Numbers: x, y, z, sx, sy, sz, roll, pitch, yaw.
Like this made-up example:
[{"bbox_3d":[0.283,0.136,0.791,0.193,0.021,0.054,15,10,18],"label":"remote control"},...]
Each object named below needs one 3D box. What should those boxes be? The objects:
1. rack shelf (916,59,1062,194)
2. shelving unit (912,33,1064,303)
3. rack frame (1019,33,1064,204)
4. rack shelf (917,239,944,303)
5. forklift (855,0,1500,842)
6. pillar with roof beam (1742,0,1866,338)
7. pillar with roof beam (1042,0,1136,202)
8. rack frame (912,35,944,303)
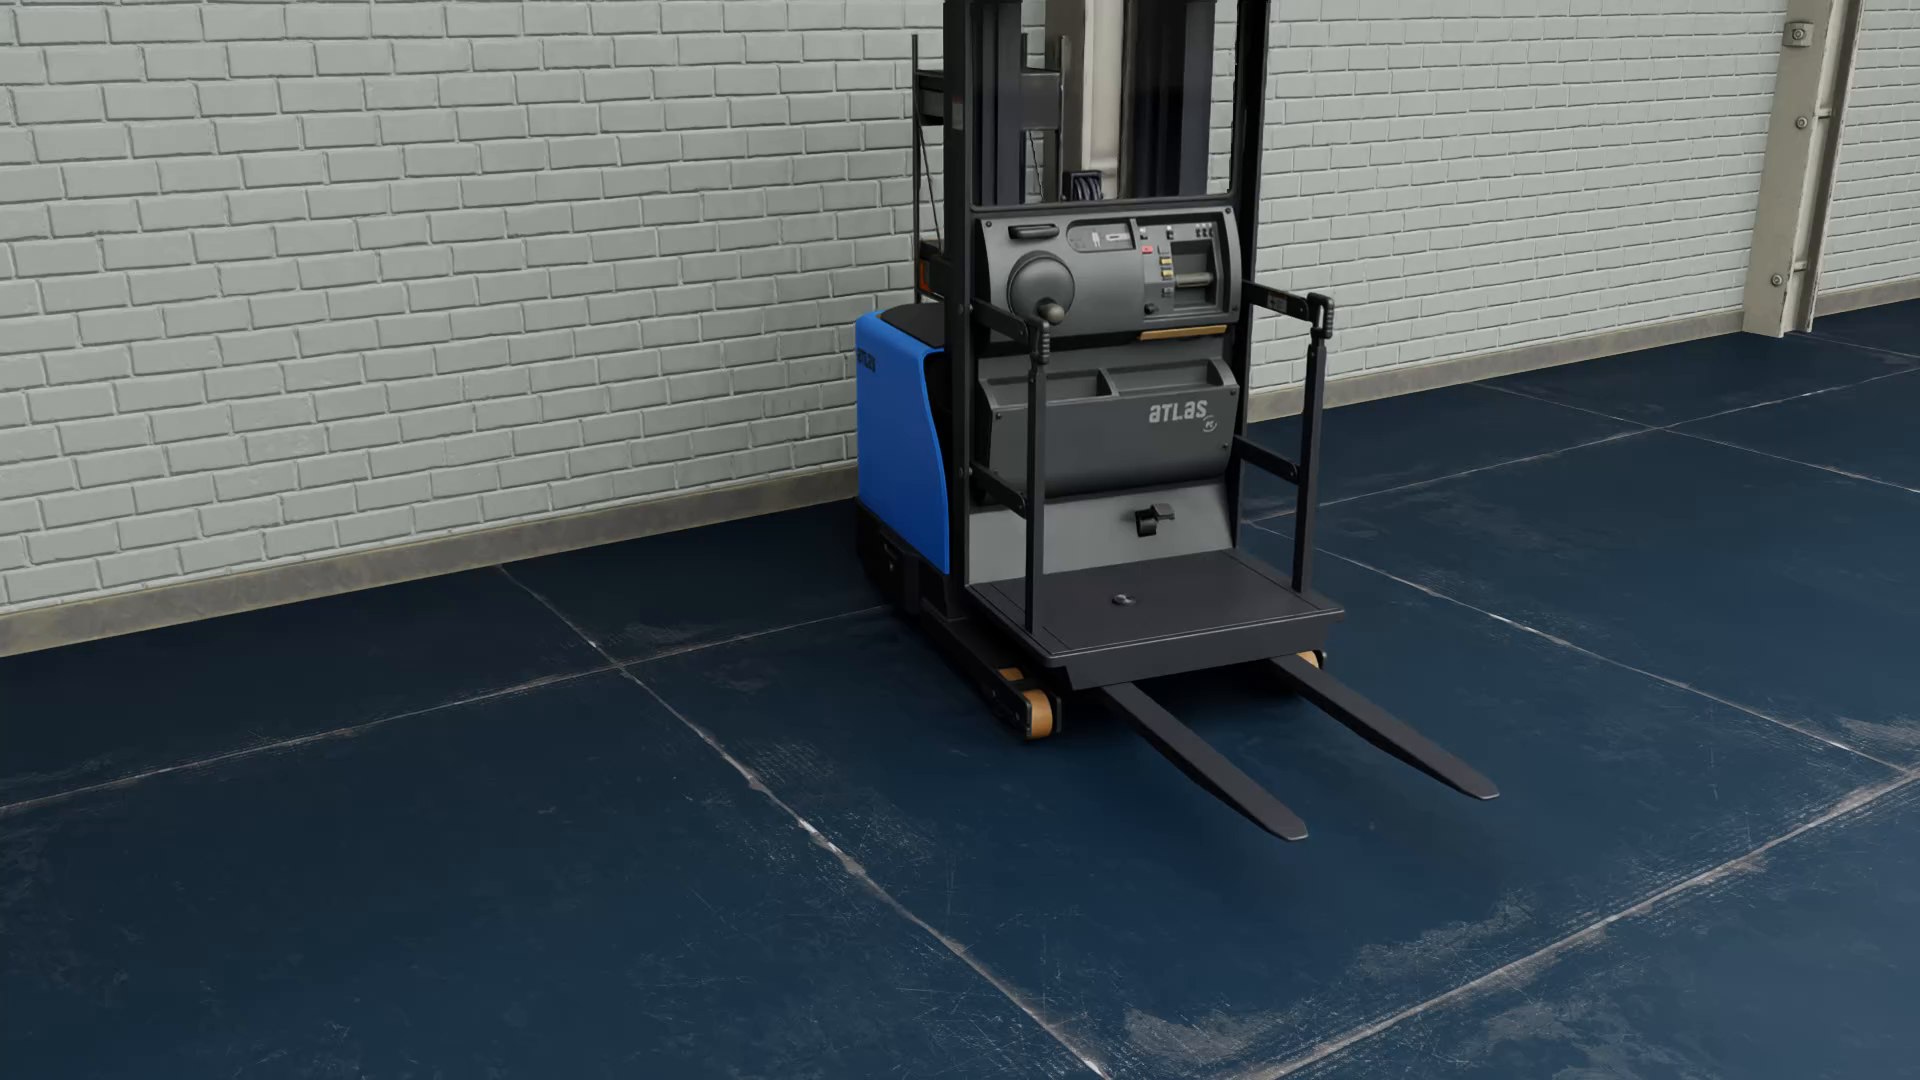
[{"bbox_3d":[0.110,-1.698,6.847,0.480,0.518,0.431,-7,20,-21],"label":"rack shelf"},{"bbox_3d":[0.111,-1.048,7.067,0.503,2.100,0.431,-7,20,-21],"label":"shelving unit"},{"bbox_3d":[0.337,-1.078,7.153,0.015,2.100,0.400,-7,20,-21],"label":"rack frame"},{"bbox_3d":[0.111,-1.035,7.071,0.480,0.518,0.431,-7,20,-21],"label":"rack shelf"},{"bbox_3d":[0.591,-0.896,5.319,1.130,2.935,3.031,-7,20,-21],"label":"forklift"},{"bbox_3d":[8.021,-4.564,6.695,0.400,9.000,9.100,-12,22,-31],"label":"pillar with roof beam"},{"bbox_3d":[3.010,-3.507,3.569,0.400,9.000,9.100,-12,22,-31],"label":"pillar with roof beam"},{"bbox_3d":[-0.116,-1.019,6.981,0.015,2.100,0.400,-7,20,-21],"label":"rack frame"}]
